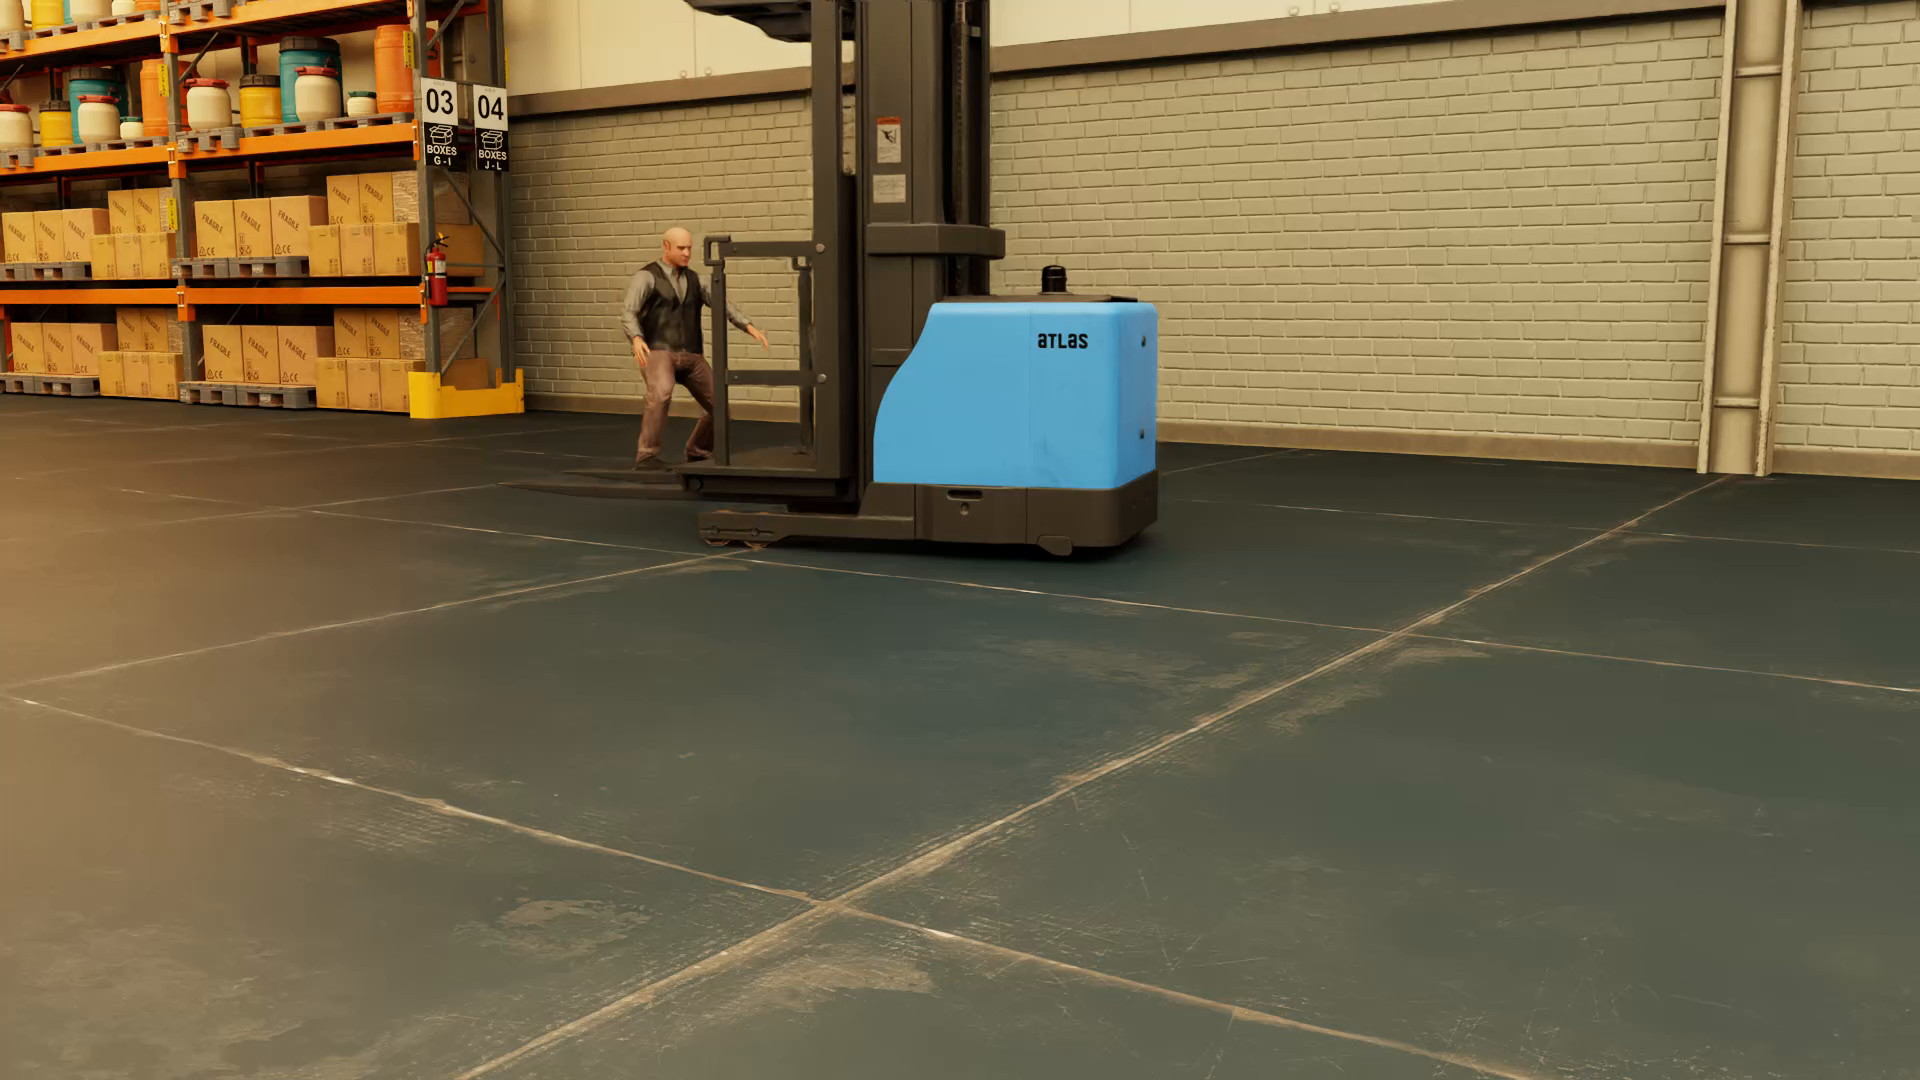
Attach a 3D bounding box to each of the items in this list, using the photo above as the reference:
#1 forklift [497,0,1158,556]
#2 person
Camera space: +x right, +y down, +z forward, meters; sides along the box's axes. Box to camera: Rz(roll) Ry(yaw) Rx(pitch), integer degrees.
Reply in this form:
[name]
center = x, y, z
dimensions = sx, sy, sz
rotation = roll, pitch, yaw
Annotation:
[forklift]
center = -0.655, -1.479, 7.592
dimensions = 3.031, 2.935, 1.130
rotation = 2, 8, 17
[person]
center = -1.747, -1.193, 10.619
dimensions = 0.969, 1.583, 0.840
rotation = -7, 11, -39
